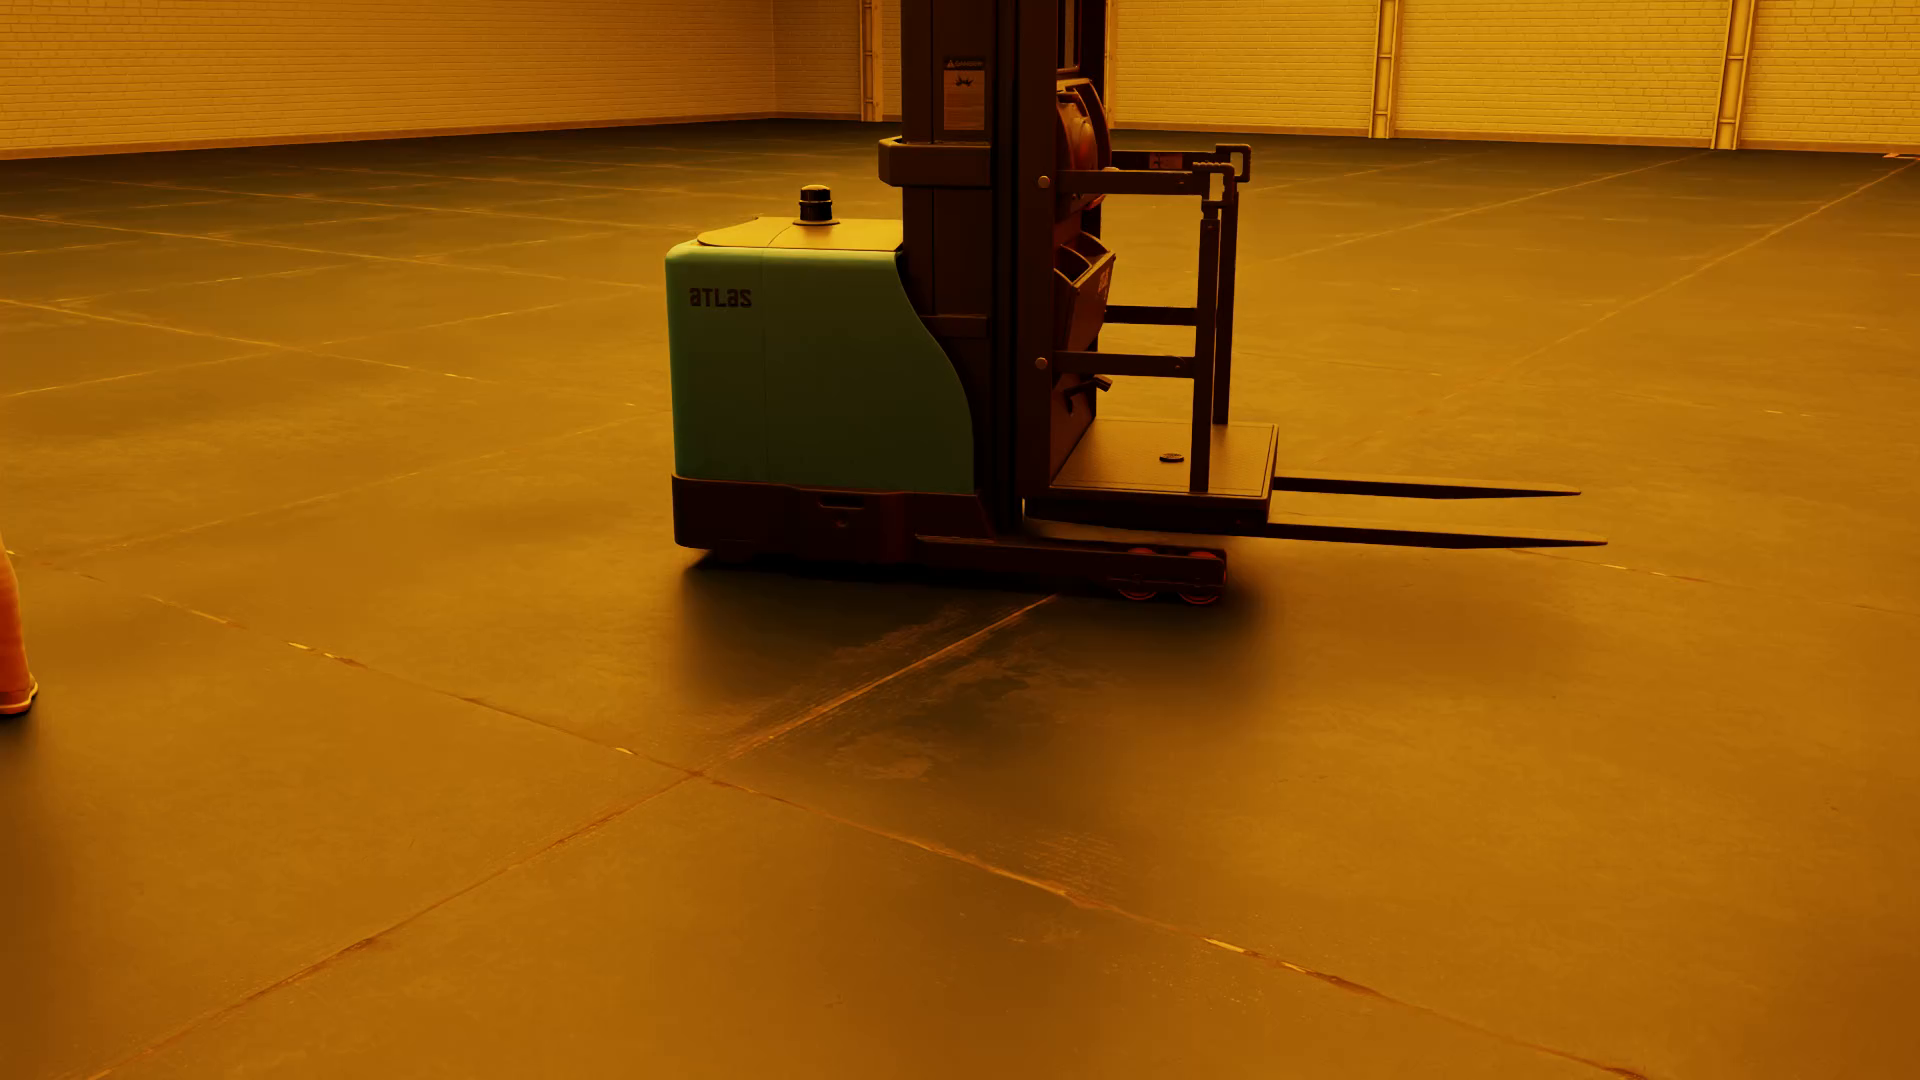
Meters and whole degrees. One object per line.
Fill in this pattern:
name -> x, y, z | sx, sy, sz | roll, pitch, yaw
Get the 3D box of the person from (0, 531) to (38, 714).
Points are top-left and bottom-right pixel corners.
person -> -2.652, -0.340, 4.142 | 0.444, 1.695, 0.354 | -14, 22, -39

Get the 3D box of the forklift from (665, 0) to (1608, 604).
forklift -> 0.595, -1.367, 5.404 | 3.031, 2.935, 1.130 | 4, 17, 12
